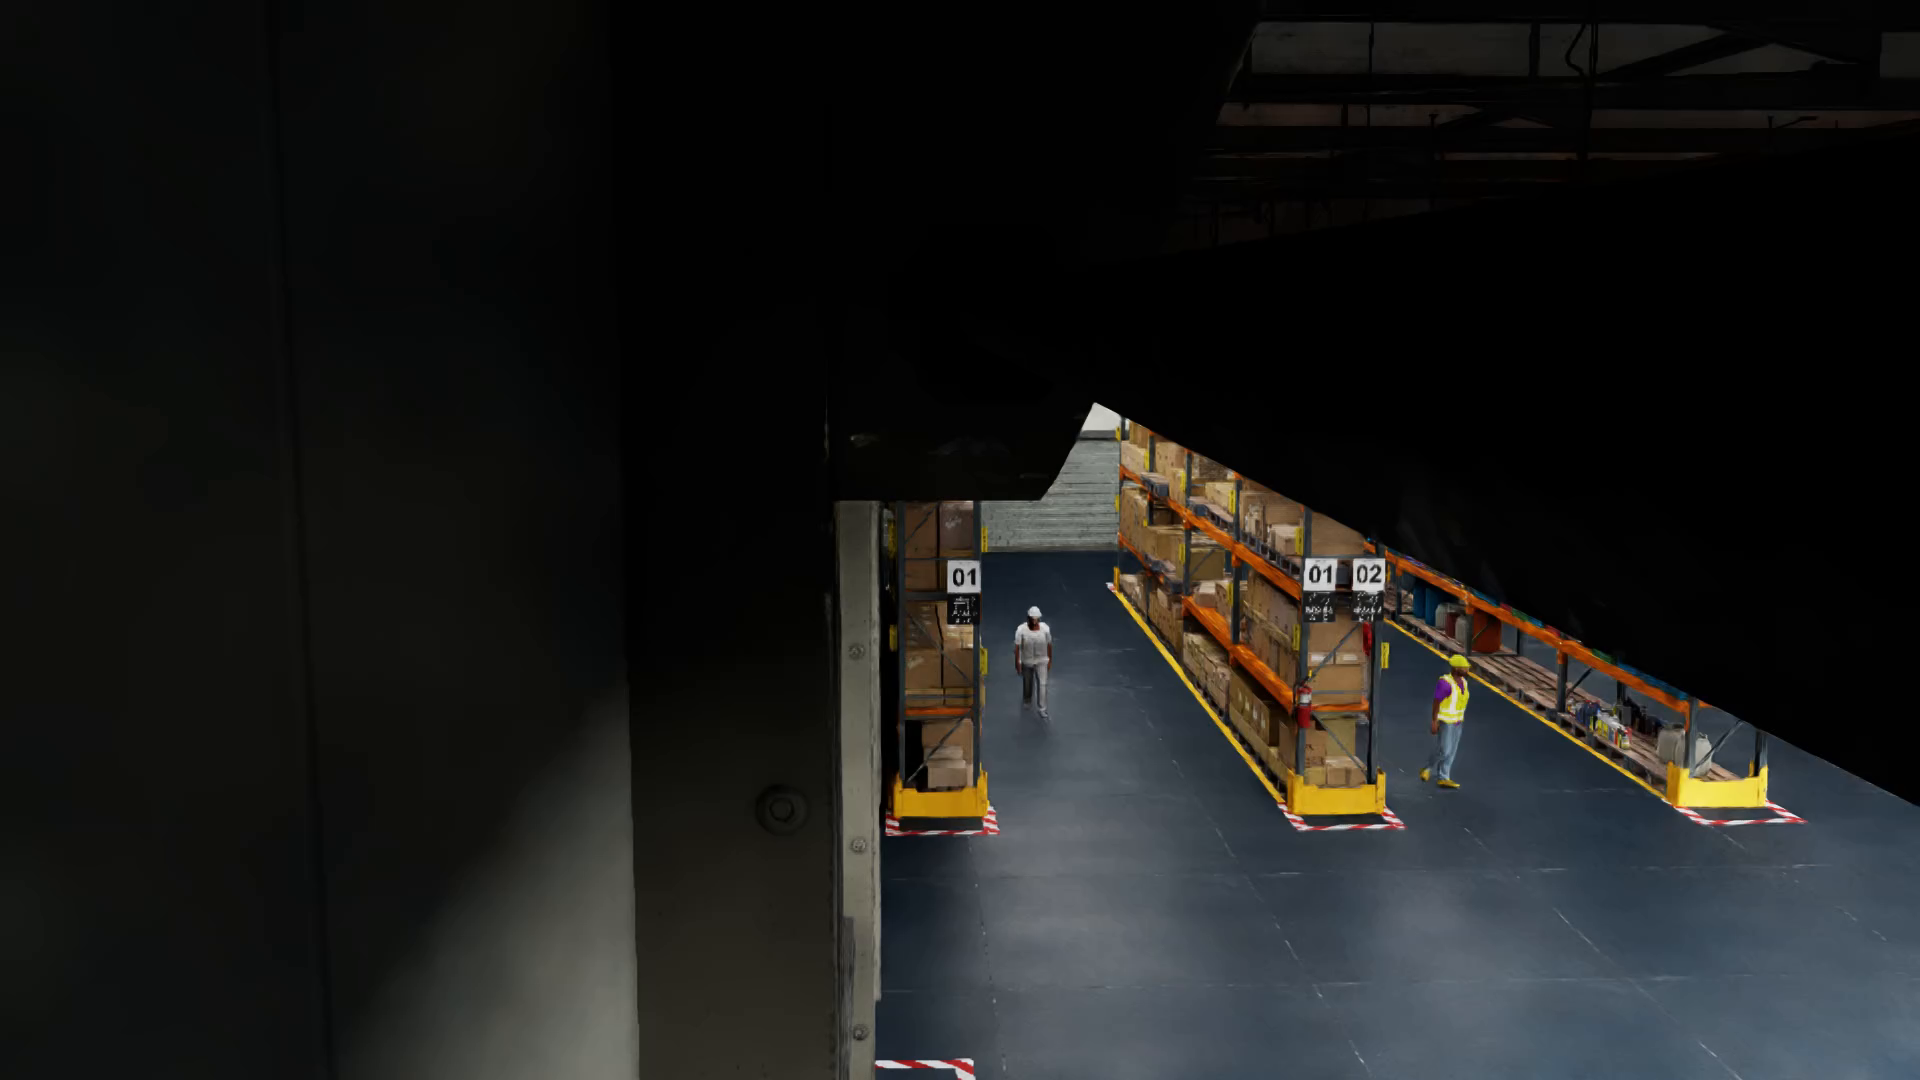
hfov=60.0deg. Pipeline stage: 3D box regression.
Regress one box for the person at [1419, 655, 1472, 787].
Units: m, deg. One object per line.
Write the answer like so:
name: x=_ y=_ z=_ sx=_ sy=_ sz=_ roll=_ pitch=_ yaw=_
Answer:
person: x=6.349 y=2.352 z=21.727 sx=0.613 sy=1.758 sz=0.571 roll=-7 pitch=11 yaw=-39

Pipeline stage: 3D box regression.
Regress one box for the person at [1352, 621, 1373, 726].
person: x=6.072 y=1.876 z=24.984 sx=0.473 sy=1.738 sz=0.626 roll=-4 pitch=9 yaw=-28

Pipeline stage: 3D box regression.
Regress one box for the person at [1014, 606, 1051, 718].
person: x=1.116 y=1.837 z=25.429 sx=0.577 sy=1.687 sz=1.121 roll=0 pitch=8 yaw=0
